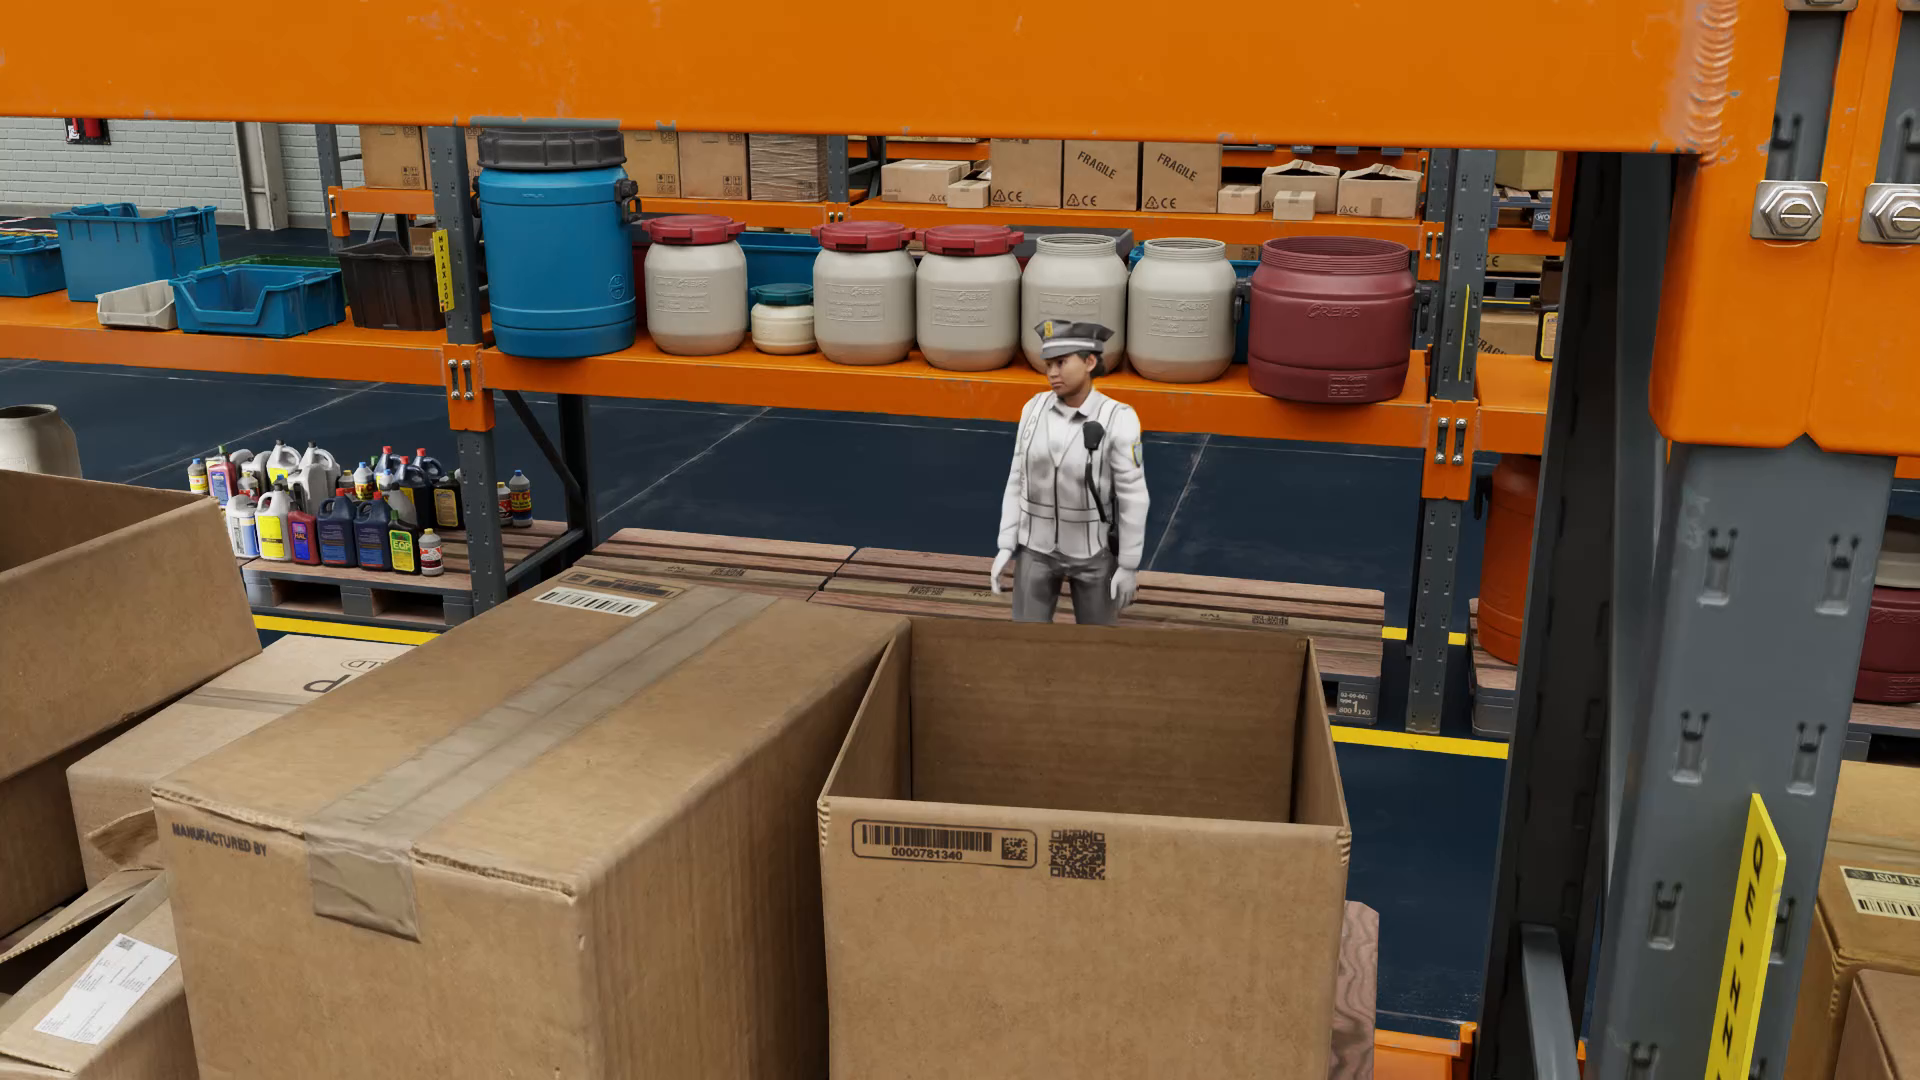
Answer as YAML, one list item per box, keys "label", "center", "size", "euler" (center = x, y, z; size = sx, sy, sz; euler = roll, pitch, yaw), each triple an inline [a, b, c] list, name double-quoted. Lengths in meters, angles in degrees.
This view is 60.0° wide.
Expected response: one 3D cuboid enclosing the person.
- label: "person"
  center: [0.359, 0.085, 5.702]
  size: [0.499, 1.688, 0.501]
  euler: [7, 20, 19]
